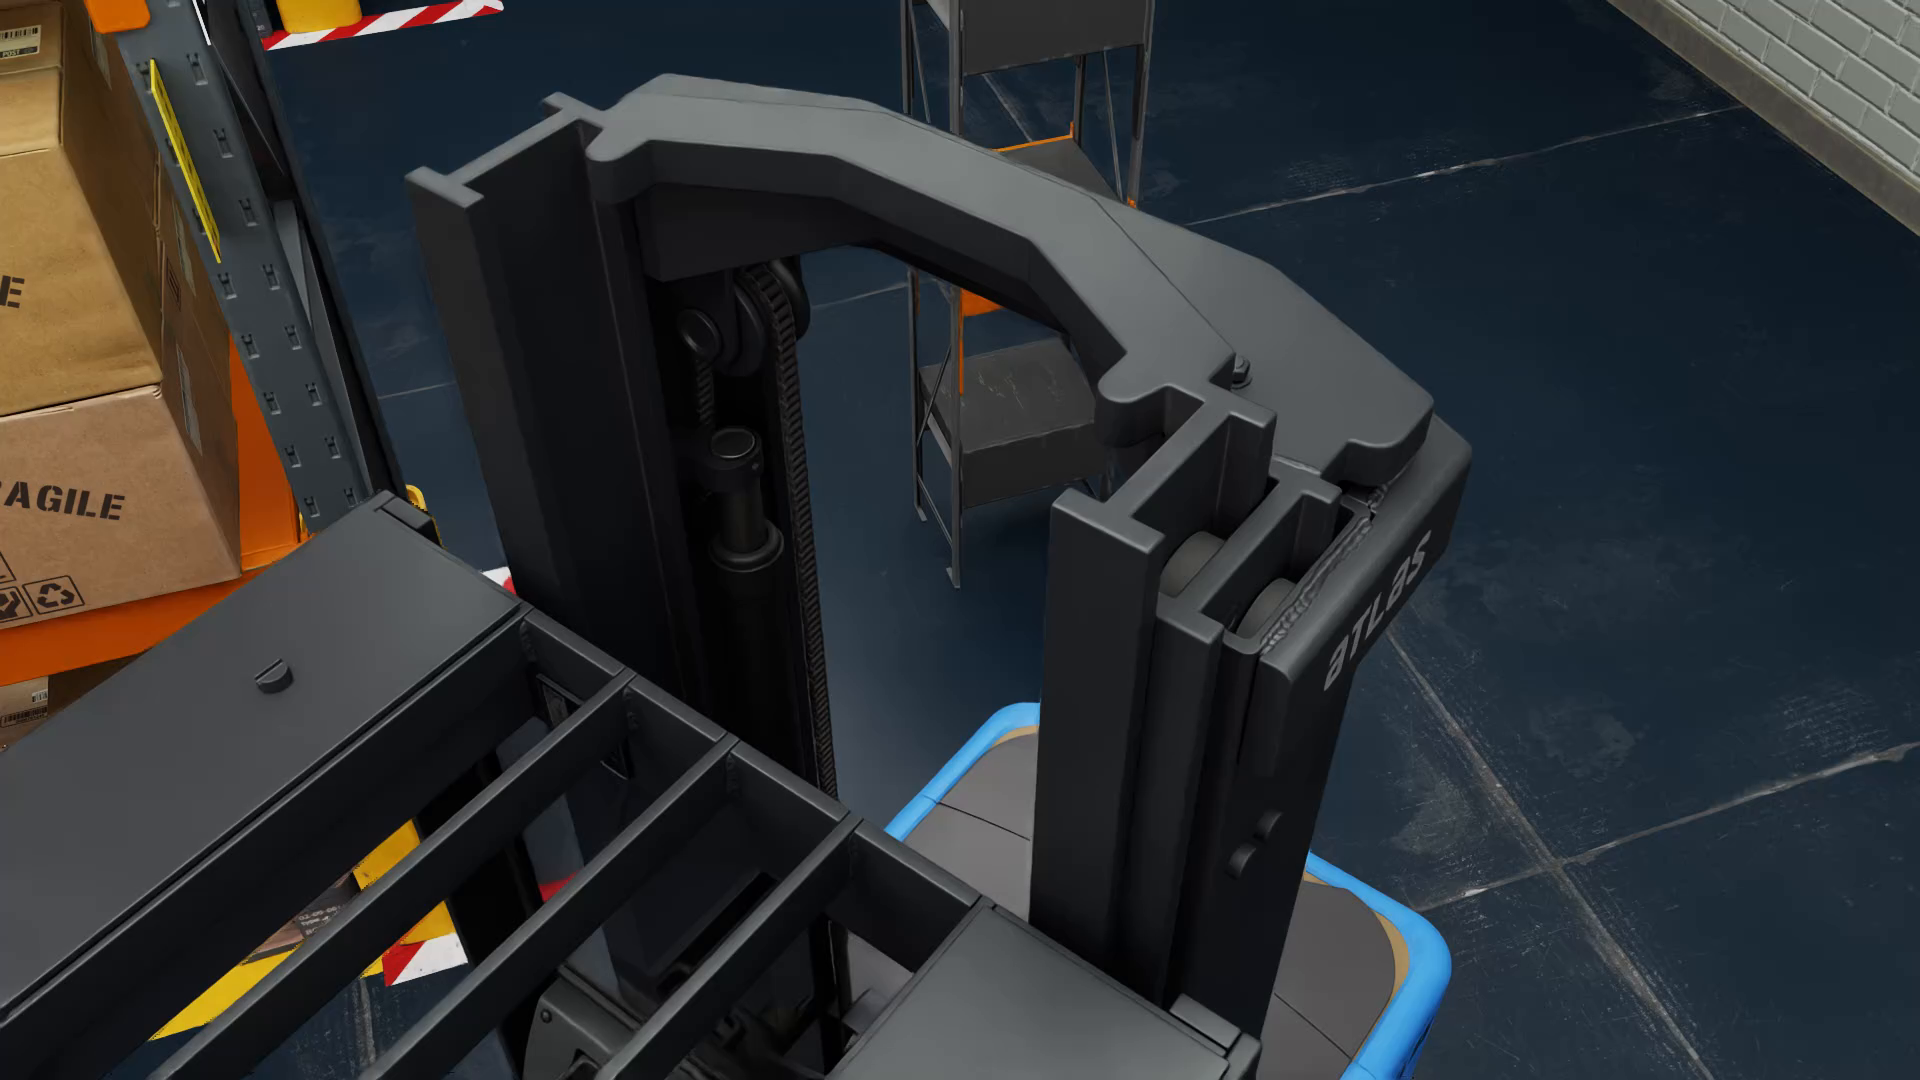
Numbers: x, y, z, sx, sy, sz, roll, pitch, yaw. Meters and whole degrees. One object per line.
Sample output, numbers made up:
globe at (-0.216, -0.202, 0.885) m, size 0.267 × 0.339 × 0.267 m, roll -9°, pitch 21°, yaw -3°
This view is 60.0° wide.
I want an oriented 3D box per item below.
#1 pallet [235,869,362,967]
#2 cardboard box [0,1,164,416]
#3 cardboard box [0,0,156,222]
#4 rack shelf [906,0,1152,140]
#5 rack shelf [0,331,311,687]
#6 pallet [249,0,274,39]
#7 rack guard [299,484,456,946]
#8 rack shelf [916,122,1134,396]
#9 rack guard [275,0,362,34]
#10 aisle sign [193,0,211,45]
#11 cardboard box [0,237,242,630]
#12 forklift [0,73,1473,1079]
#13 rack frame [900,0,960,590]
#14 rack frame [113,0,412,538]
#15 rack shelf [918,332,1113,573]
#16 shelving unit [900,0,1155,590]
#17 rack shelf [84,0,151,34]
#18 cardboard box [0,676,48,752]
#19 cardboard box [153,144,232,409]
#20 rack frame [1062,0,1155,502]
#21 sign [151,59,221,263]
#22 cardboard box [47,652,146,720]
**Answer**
pallet at (-2.245, 0.731, 4.372) m, size 1.213 × 0.211 × 1.003 m, roll -14°, pitch 47°, yaw -14°
cardboard box at (-1.749, -0.562, 2.916) m, size 0.500 × 0.500 × 0.500 m, roll -15°, pitch 47°, yaw -14°
cardboard box at (-1.931, -0.921, 3.273) m, size 0.500 × 0.500 × 0.500 m, roll -13°, pitch 47°, yaw -13°
rack shelf at (0.156, -1.266, 4.060) m, size 0.480 × 0.518 × 0.431 m, roll -14°, pitch 47°, yaw -14°
rack shelf at (-3.305, 0.271, 3.370) m, size 4.000 × 0.370 × 1.077 m, roll -14°, pitch 47°, yaw -14°
pallet at (-3.835, -2.534, 7.627) m, size 1.213 × 0.211 × 1.003 m, roll -14°, pitch 47°, yaw -14°
rack guard at (-1.496, 0.437, 4.461) m, size 0.348 × 0.500 × 1.175 m, roll -14°, pitch 47°, yaw -14°
rack shelf at (0.156, -0.771, 4.556) m, size 0.480 × 0.518 × 0.431 m, roll -14°, pitch 47°, yaw -14°
rack guard at (-3.087, -2.886, 7.774) m, size 0.348 × 0.500 × 1.175 m, roll -14°, pitch 47°, yaw -14°
aisle sign at (-1.256, -1.194, 2.487) m, size 0.004 × 0.787 × 0.394 m, roll -14°, pitch 47°, yaw -14°
cardboard box at (-1.753, -0.210, 3.271) m, size 0.500 × 0.500 × 0.500 m, roll -13°, pitch 47°, yaw -13°
forklift at (-0.374, 1.072, 2.112) m, size 1.130 × 2.935 × 3.031 m, roll 28°, pitch 51°, yaw 25°
rack frame at (-0.074, -0.722, 4.487) m, size 0.015 × 2.100 × 0.400 m, roll -14°, pitch 47°, yaw -14°
rack frame at (-1.424, -0.464, 3.594) m, size 0.127 × 3.000 × 1.000 m, roll -14°, pitch 47°, yaw -14°
rack shelf at (0.156, -0.277, 5.051) m, size 0.480 × 0.518 × 0.431 m, roll -14°, pitch 47°, yaw -14°
shelving unit at (0.156, -0.781, 4.546) m, size 0.503 × 2.100 × 0.431 m, roll -14°, pitch 47°, yaw -14°
rack shelf at (-3.305, -0.788, 2.307) m, size 4.000 × 0.370 × 1.077 m, roll -14°, pitch 47°, yaw -14°
cardboard box at (-2.502, 0.414, 4.351) m, size 0.500 × 0.250 × 0.500 m, roll -14°, pitch 47°, yaw -14°
cardboard box at (-1.931, -0.568, 3.628) m, size 0.500 × 0.500 × 0.500 m, roll -13°, pitch 47°, yaw -13°
rack frame at (0.385, -0.840, 4.604) m, size 0.015 × 2.100 × 0.400 m, roll -14°, pitch 47°, yaw -14°
sign at (-1.255, -0.609, 2.699) m, size 0.005 × 0.325 × 0.100 m, roll -14°, pitch 47°, yaw -14°
cardboard box at (-1.852, 0.558, 4.030) m, size 0.500 × 0.500 × 0.500 m, roll -14°, pitch 47°, yaw -14°
